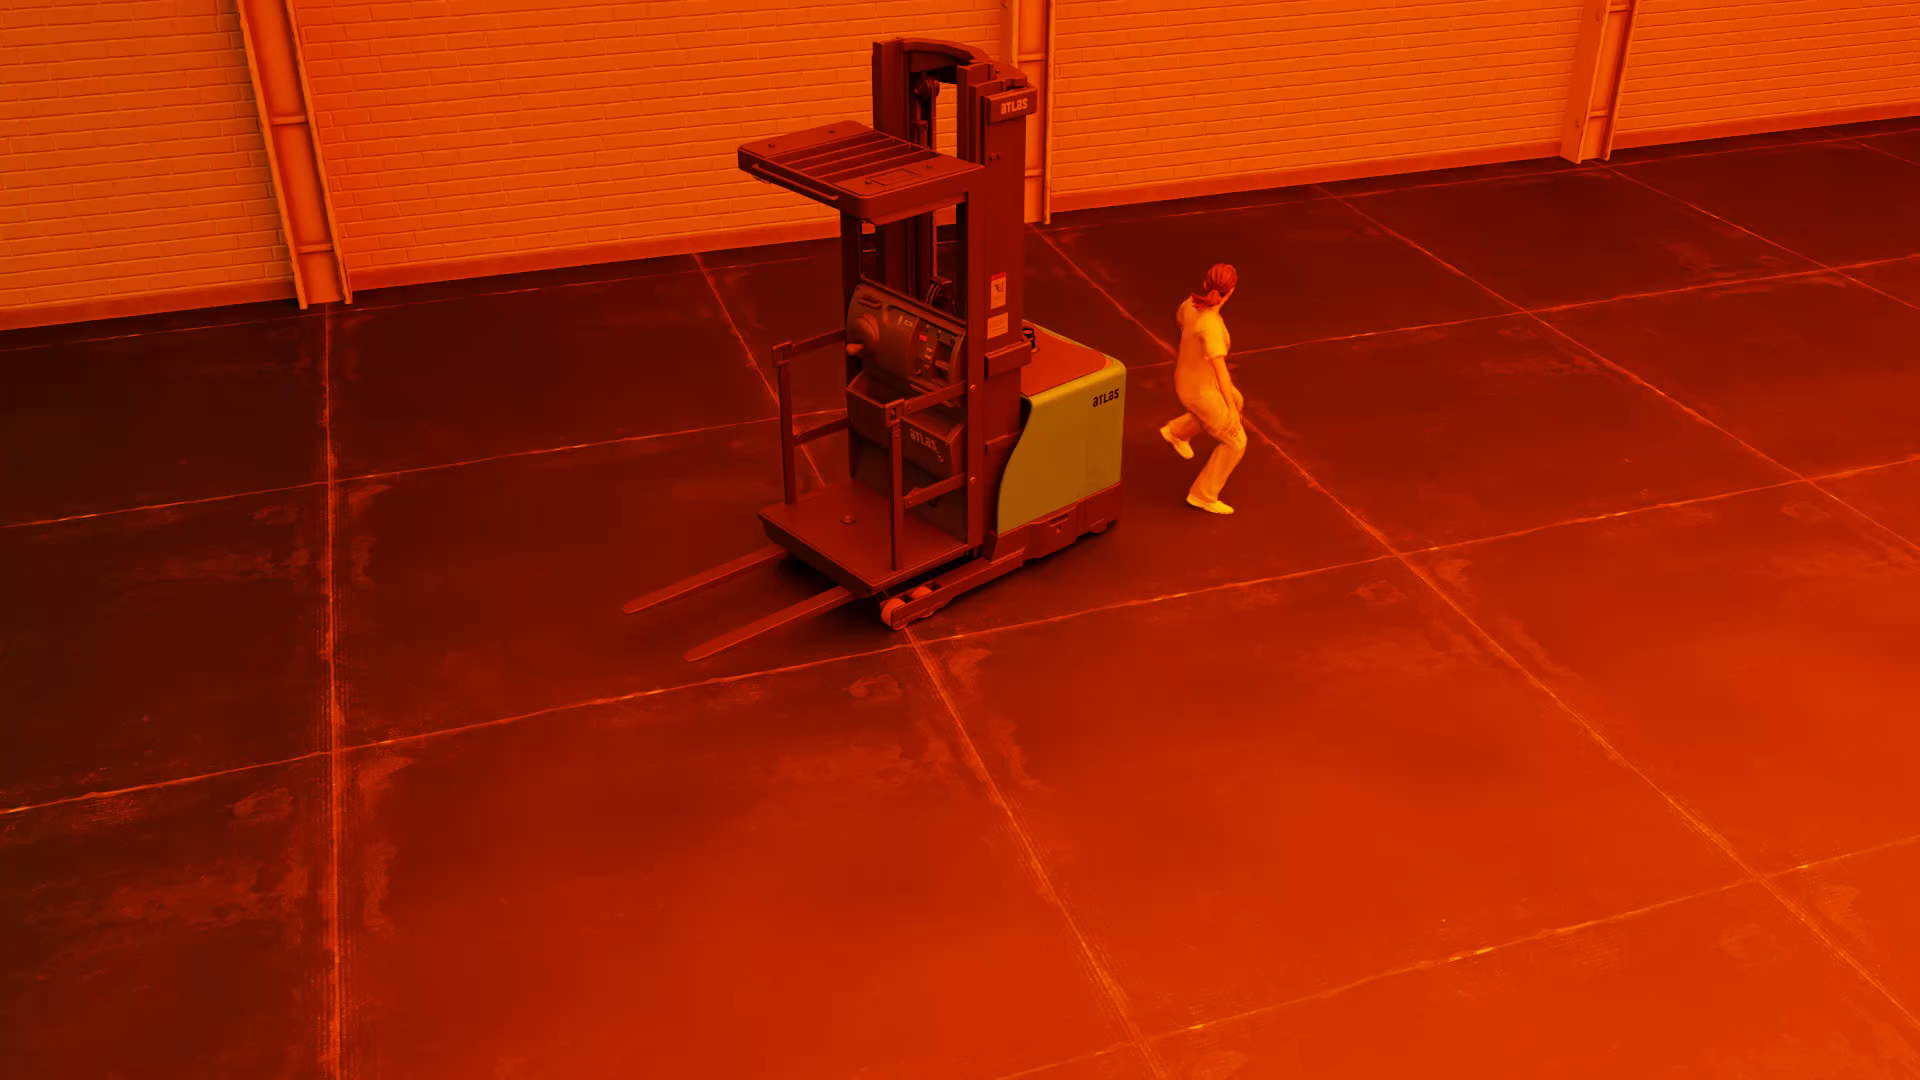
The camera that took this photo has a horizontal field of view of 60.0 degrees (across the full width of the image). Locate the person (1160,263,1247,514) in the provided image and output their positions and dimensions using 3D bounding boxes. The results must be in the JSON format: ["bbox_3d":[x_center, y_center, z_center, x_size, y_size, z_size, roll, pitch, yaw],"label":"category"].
[{"bbox_3d":[1.528,-0.959,10.181,0.500,1.553,0.921,1,30,2],"label":"person"}]

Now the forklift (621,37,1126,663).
[{"bbox_3d":[-0.461,-1.072,8.951,3.031,2.935,1.130,-23,37,-34],"label":"forklift"}]
